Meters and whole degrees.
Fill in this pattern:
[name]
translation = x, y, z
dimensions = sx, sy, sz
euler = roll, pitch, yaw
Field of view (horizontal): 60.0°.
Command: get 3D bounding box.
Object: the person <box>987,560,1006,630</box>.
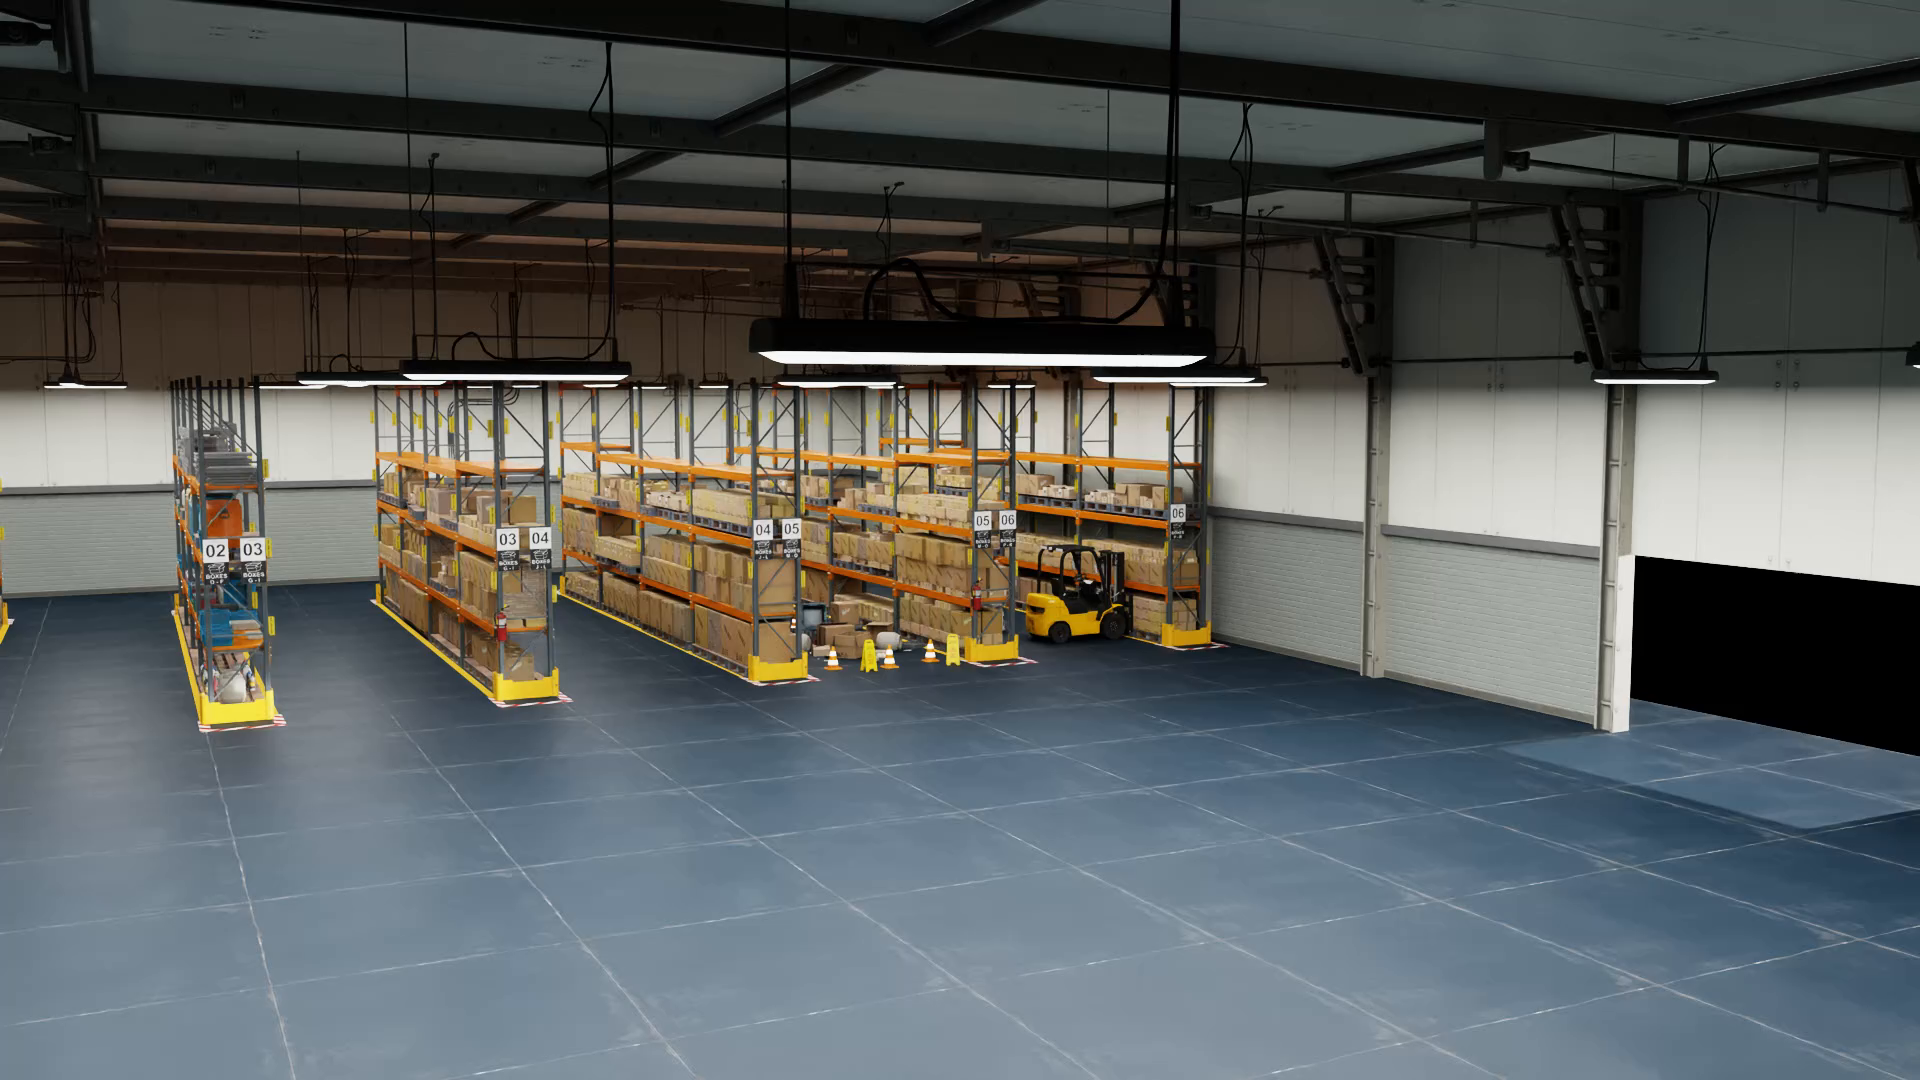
[person]
translation = 0.891, 1.325, 40.172
dimensions = 0.699, 1.668, 0.774
euler = -3, 6, -27
